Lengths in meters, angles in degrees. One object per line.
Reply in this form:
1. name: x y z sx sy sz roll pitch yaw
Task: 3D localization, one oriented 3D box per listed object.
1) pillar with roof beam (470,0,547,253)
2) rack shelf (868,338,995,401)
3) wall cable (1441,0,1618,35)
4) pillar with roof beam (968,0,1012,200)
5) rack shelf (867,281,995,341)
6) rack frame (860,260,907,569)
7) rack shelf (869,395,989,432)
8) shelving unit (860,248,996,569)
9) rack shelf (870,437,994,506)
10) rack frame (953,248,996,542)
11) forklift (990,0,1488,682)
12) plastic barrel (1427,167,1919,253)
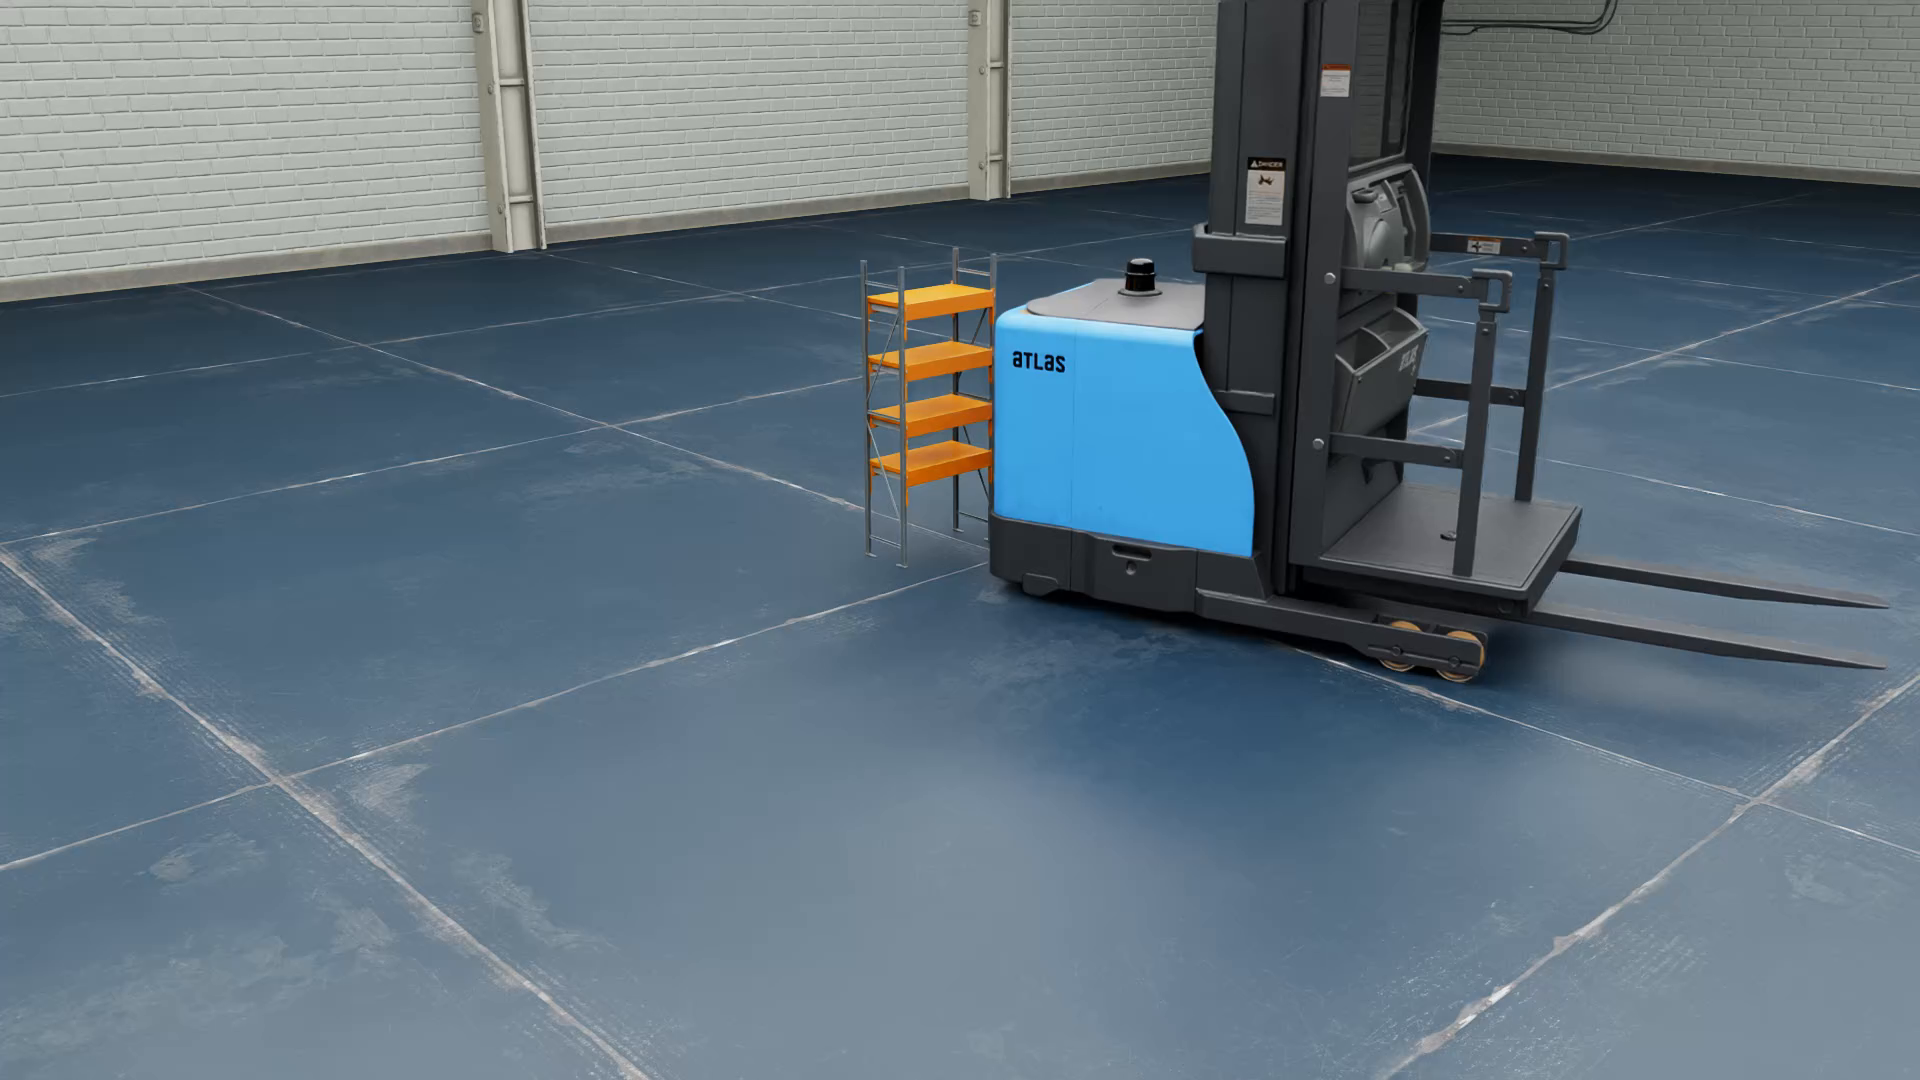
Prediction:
1. pillar with roof beam: -1.066 -5.974 10.821 0.400 9.000 9.100 -16 24 -41
2. rack shelf: -0.120 -0.684 6.643 0.480 0.148 0.258 -16 24 -41
3. wall cable: 7.745 -8.333 23.129 0.112 2.526 3.097 -16 24 -41
4. pillar with roof beam: 3.294 -7.246 14.742 0.400 9.000 9.100 -16 24 -41
5. rack shelf: -0.120 -0.909 6.570 0.480 0.148 0.258 -16 24 -41
6. rack frame: -0.298 -0.484 6.532 0.015 1.200 0.240 -16 24 -41
7. rack shelf: -0.120 -0.509 6.700 0.457 0.050 0.221 -16 24 -41
8. shelving unit: -0.120 -0.536 6.691 0.503 1.200 0.258 -16 24 -41
9. rack shelf: -0.120 -0.283 6.773 0.480 0.148 0.258 -16 24 -41
10. rack frame: 0.057 -0.587 6.851 0.015 1.200 0.240 -16 24 -41
11. forklift: 1.177 -1.160 5.913 1.939 2.867 1.129 10 20 27
12. plastic barrel: 1.336 -0.769 3.357 38.471 3.701 17.930 -16 24 -41
